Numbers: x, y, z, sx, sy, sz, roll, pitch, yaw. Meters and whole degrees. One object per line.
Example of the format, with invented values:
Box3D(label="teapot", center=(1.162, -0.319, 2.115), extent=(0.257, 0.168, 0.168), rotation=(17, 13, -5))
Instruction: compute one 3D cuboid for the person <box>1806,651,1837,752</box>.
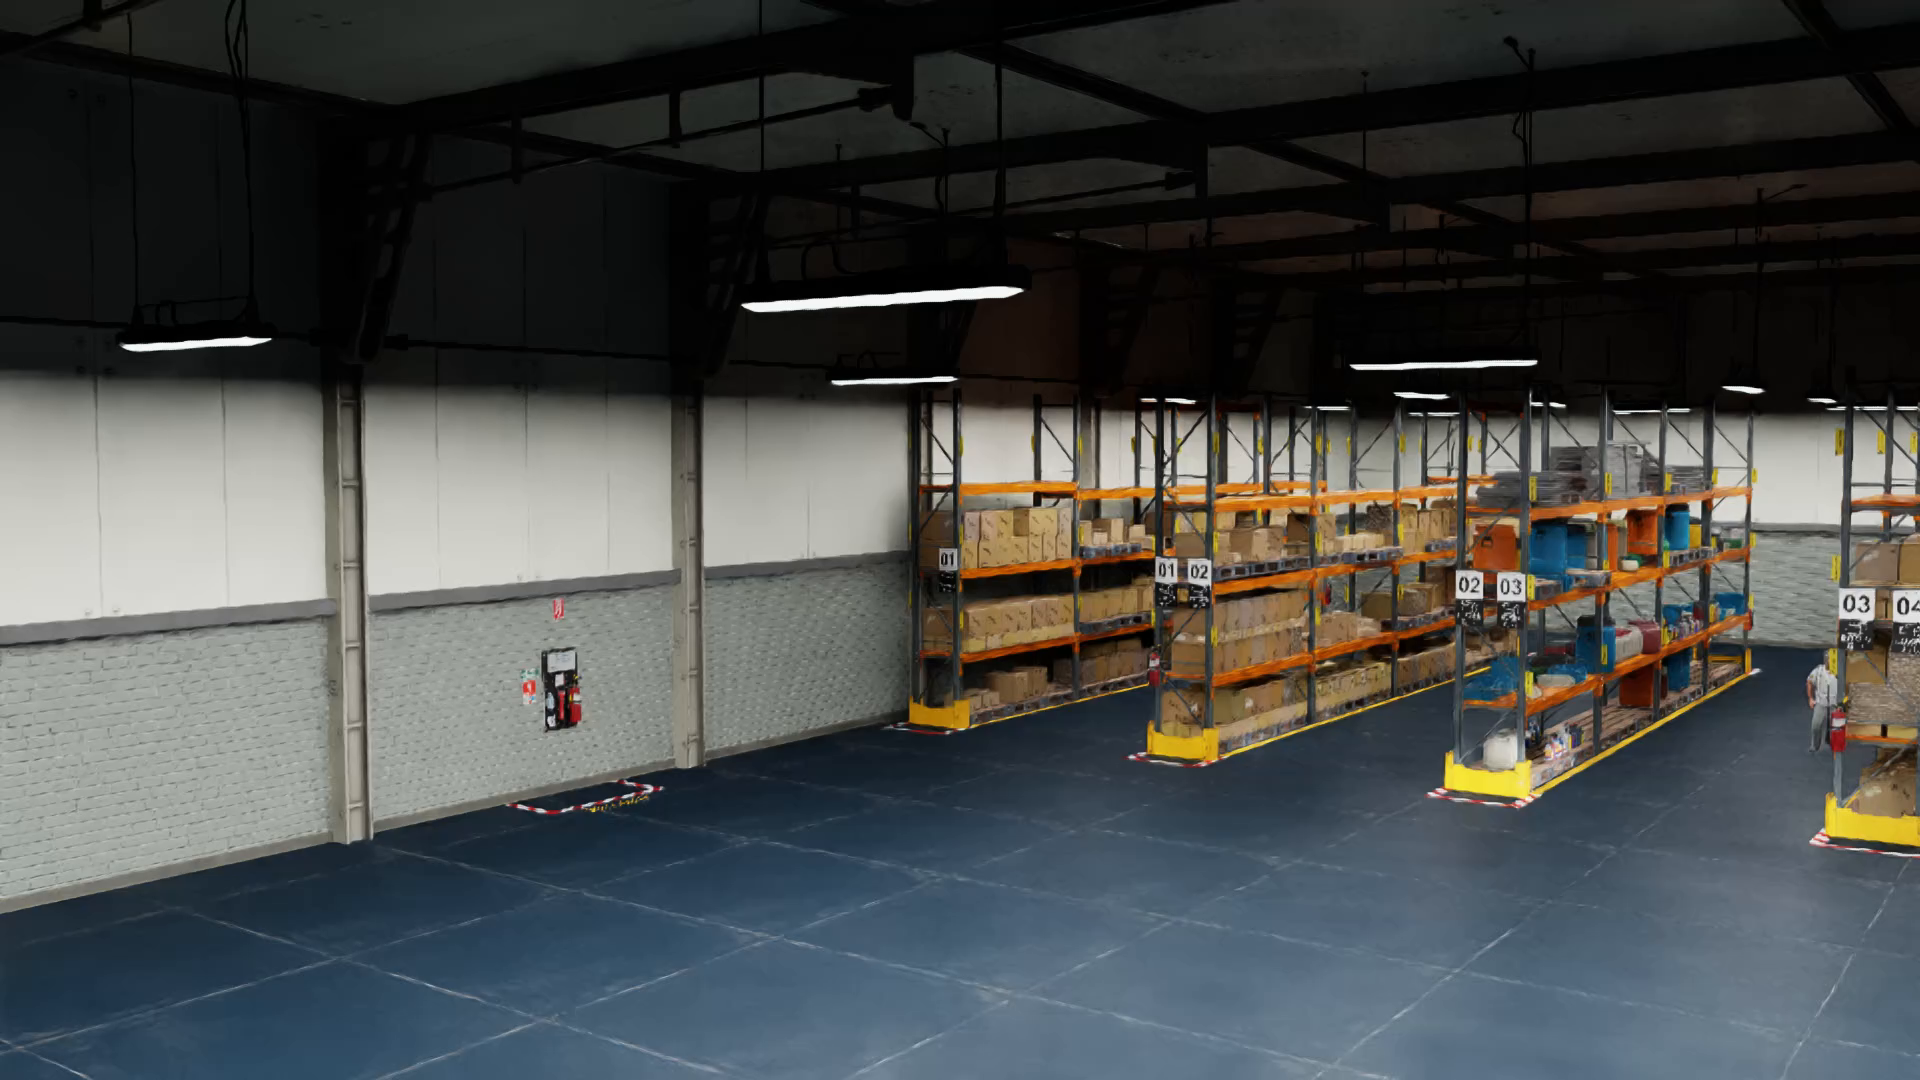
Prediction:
Box3D(label="person", center=(14.051, 2.618, 26.881), extent=(0.682, 1.715, 0.542), rotation=(2, 4, 34))

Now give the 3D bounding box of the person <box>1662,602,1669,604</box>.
Box3D(label="person", center=(14.739, 2.139, 35.012), extent=(0.647, 1.711, 0.579), rotation=(-2, 4, -35))
